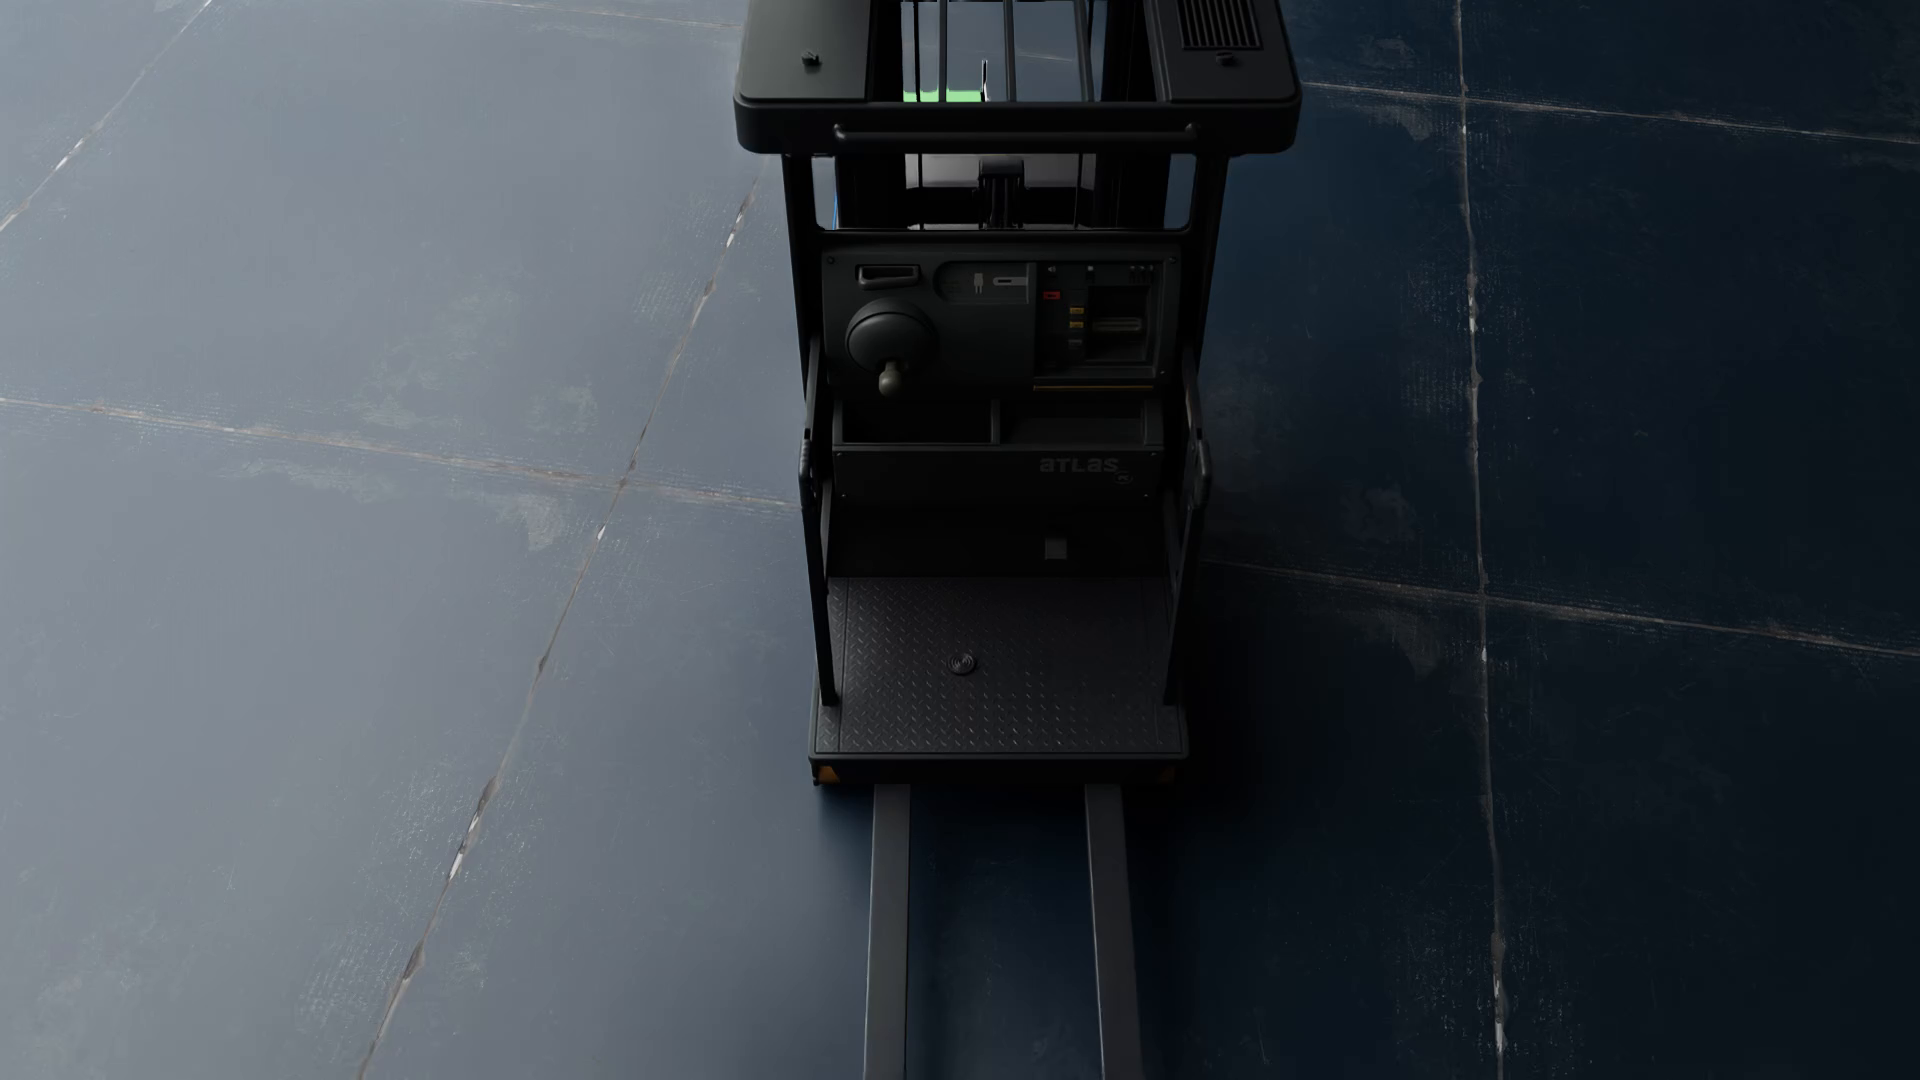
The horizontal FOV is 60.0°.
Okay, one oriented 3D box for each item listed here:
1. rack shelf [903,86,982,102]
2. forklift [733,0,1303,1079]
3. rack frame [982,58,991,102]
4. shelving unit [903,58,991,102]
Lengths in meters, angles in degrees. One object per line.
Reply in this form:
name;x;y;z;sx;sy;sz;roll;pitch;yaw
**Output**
rack shelf;-0.156;-1.402;5.644;0.480;0.148;0.258;-2;48;-2
forklift;0.110;-0.475;4.206;1.130;2.935;3.031;0;48;0
rack frame;0.088;-1.133;5.961;0.015;1.200;0.240;-2;48;-2
shelving unit;-0.156;-1.124;5.954;0.503;1.200;0.258;-2;48;-2
